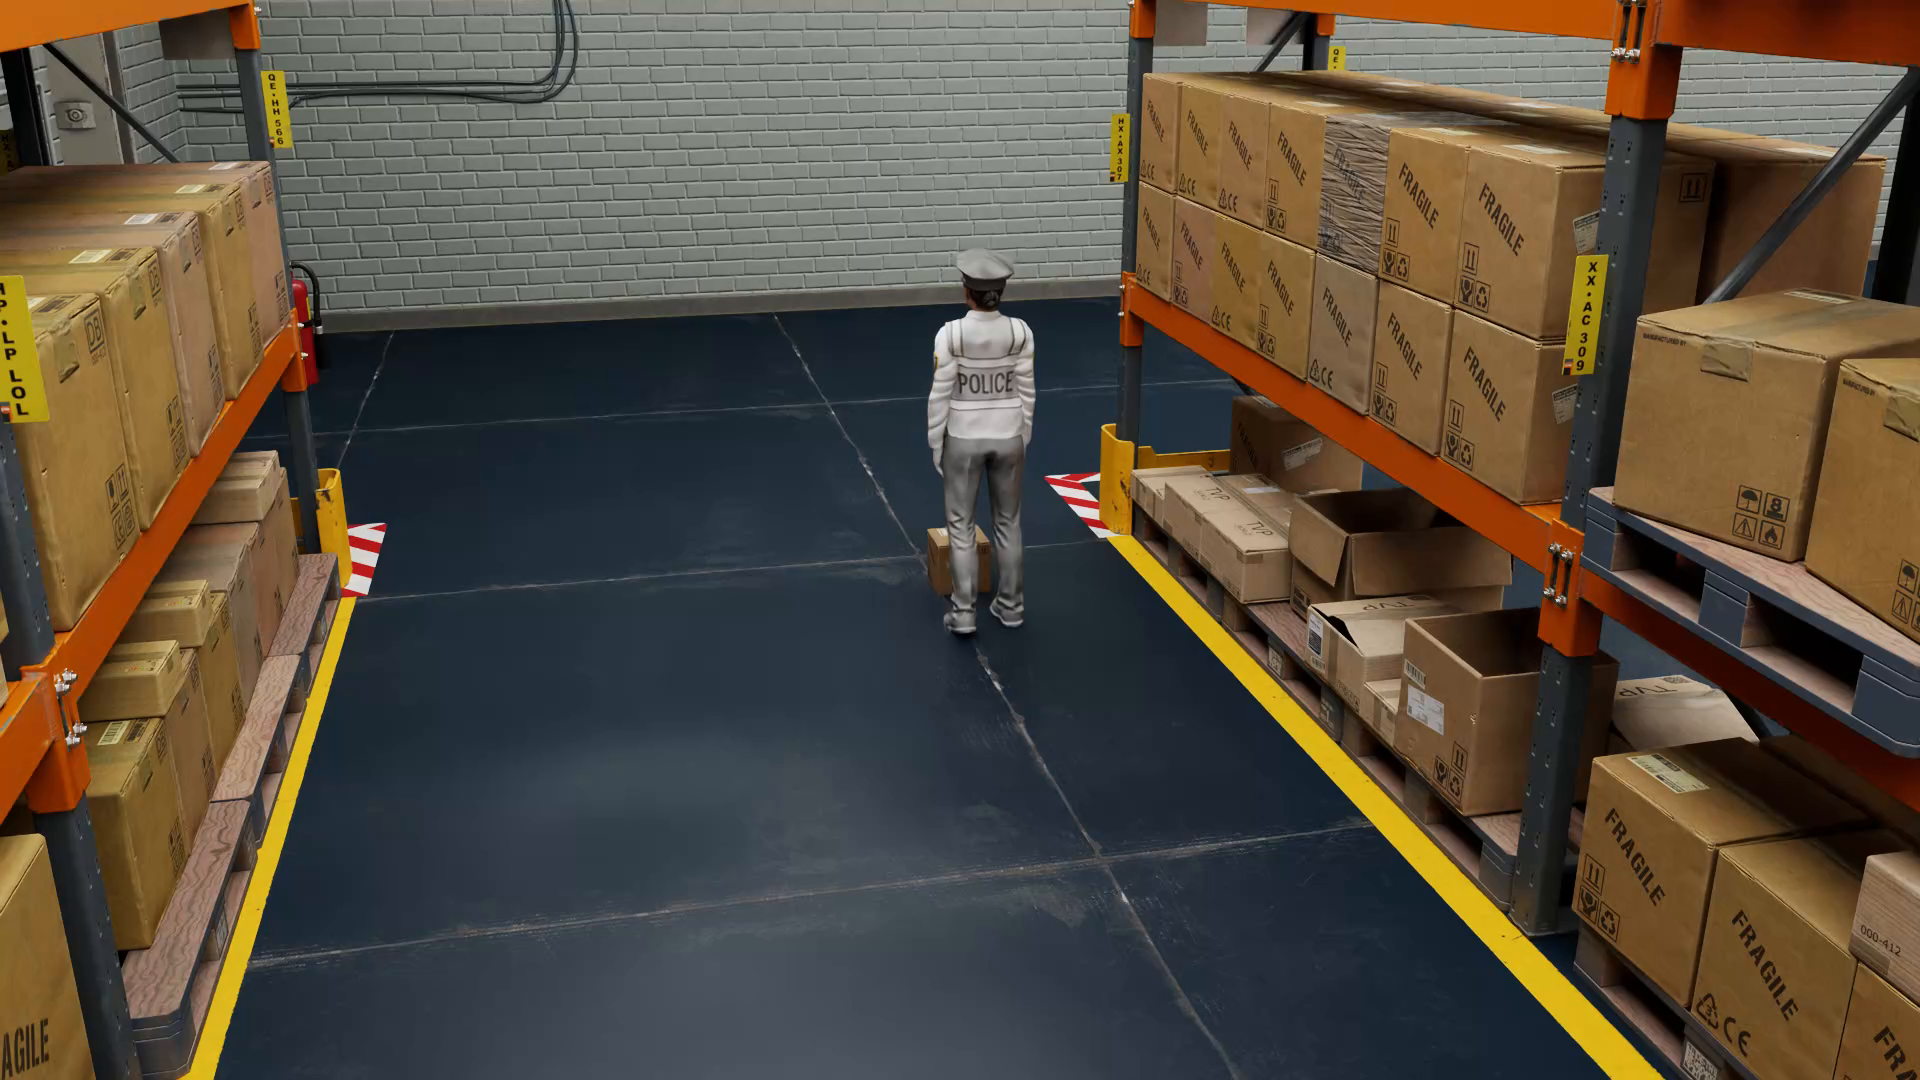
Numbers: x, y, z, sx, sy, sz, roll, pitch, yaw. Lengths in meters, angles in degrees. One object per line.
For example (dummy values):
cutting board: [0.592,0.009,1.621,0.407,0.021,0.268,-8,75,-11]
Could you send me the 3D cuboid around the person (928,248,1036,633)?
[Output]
person: [0.089,-0.408,7.218,0.465,1.703,0.344,-4,20,-11]
